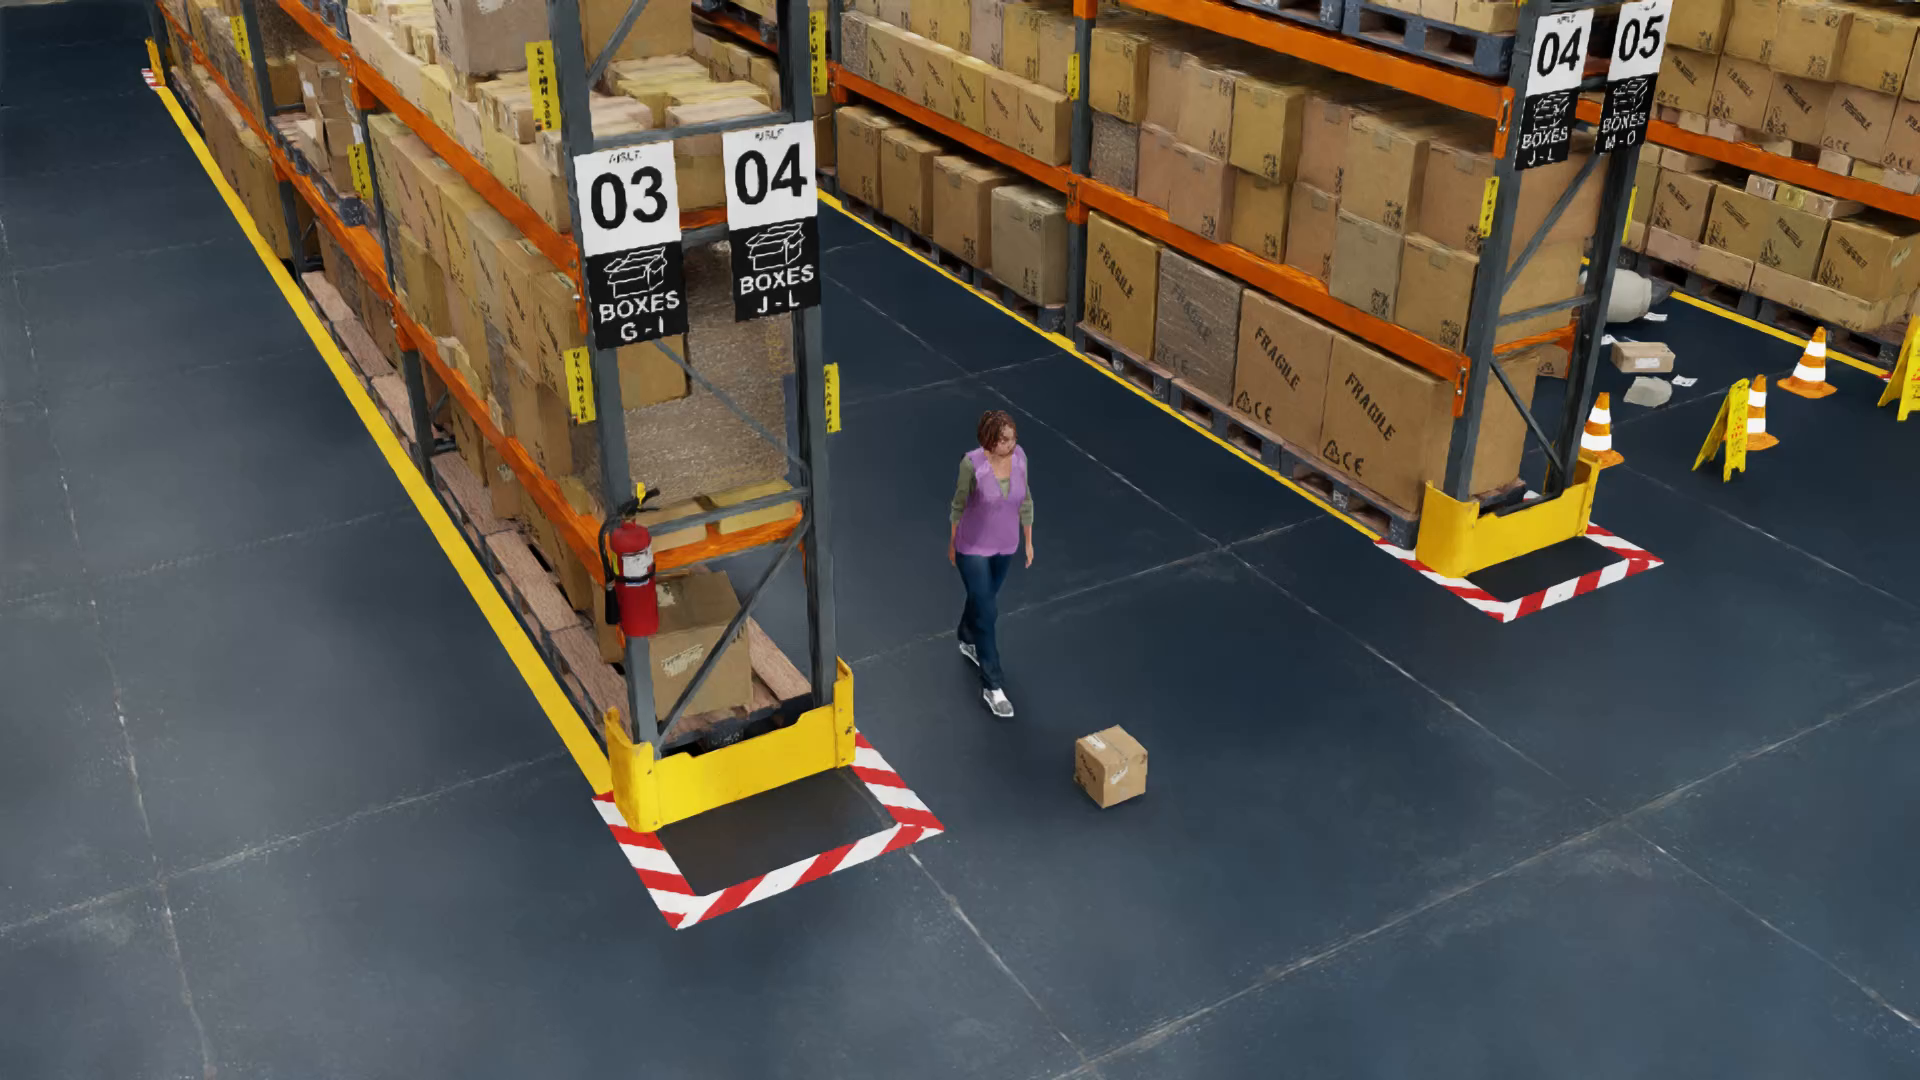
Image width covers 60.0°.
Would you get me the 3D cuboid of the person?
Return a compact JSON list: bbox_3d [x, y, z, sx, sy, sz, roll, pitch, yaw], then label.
[{"bbox_3d":[0.199,0.053,8.448,0.429,1.574,0.723,-18,34,-29],"label":"person"}]
